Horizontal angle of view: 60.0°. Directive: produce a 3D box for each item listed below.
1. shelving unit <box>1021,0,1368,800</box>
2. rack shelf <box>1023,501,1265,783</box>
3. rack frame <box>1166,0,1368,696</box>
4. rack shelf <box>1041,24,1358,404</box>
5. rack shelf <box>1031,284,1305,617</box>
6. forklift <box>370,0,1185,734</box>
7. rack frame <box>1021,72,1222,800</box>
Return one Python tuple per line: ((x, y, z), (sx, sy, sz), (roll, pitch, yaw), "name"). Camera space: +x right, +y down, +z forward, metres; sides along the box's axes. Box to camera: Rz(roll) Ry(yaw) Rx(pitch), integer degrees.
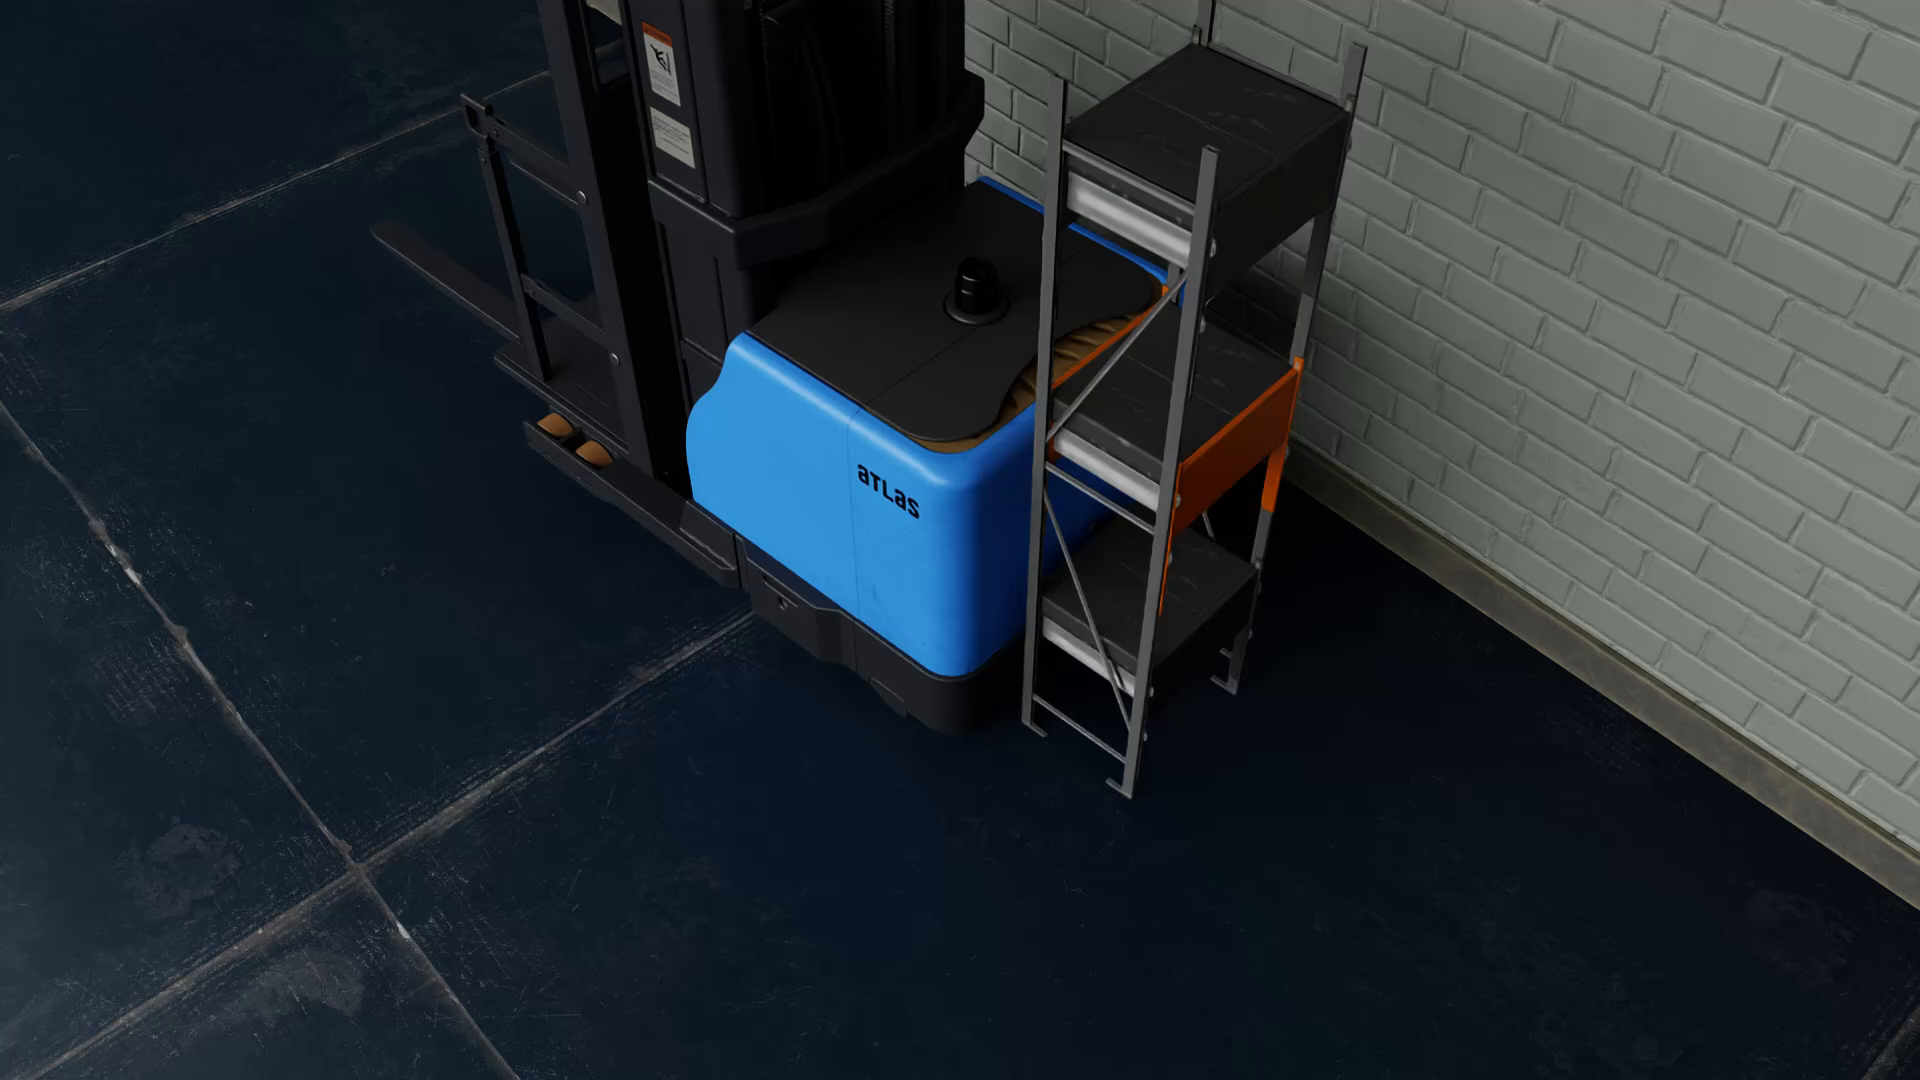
((0.493, -0.229, 4.032), (0.431, 2.100, 0.503), (34, 56, 27), "shelving unit")
((0.493, 0.255, 4.557), (0.431, 0.518, 0.480), (34, 56, 27), "rack shelf")
((0.657, -0.362, 4.155), (0.400, 2.100, 0.015), (34, 56, 27), "rack frame")
((0.493, -0.694, 3.528), (0.431, 0.518, 0.480), (34, 56, 27), "rack shelf")
((0.493, -0.220, 4.042), (0.431, 0.518, 0.480), (34, 56, 27), "rack shelf")
((-0.783, -1.404, 4.551), (3.031, 2.935, 1.130), (34, 56, 27), "forklift")
((0.328, -0.096, 3.910), (0.400, 2.100, 0.015), (34, 56, 27), "rack frame")
